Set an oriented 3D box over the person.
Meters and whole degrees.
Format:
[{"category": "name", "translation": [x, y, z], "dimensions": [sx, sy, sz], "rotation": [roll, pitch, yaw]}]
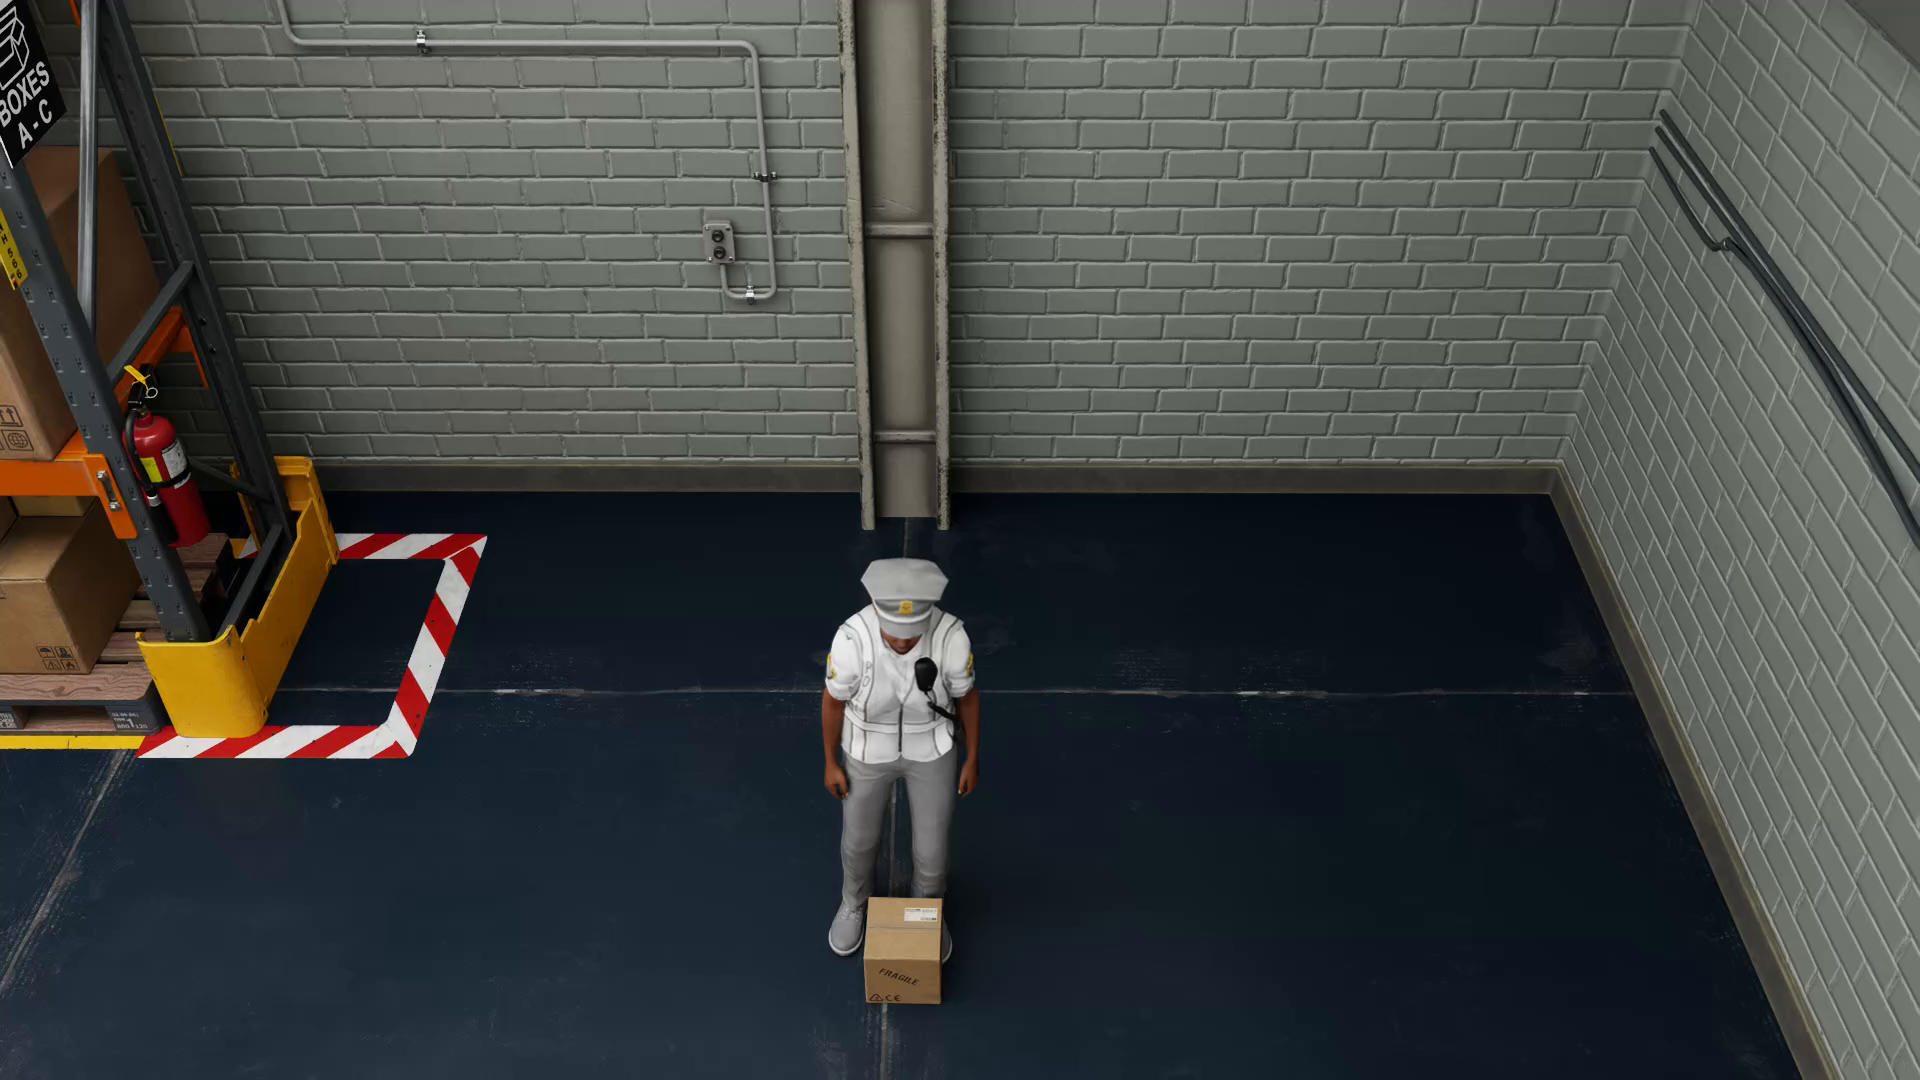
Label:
[{"category": "person", "translation": [-0.196, 0.701, 5.316], "dimensions": [0.525, 1.658, 0.418], "rotation": [-1, 40, -1]}]
